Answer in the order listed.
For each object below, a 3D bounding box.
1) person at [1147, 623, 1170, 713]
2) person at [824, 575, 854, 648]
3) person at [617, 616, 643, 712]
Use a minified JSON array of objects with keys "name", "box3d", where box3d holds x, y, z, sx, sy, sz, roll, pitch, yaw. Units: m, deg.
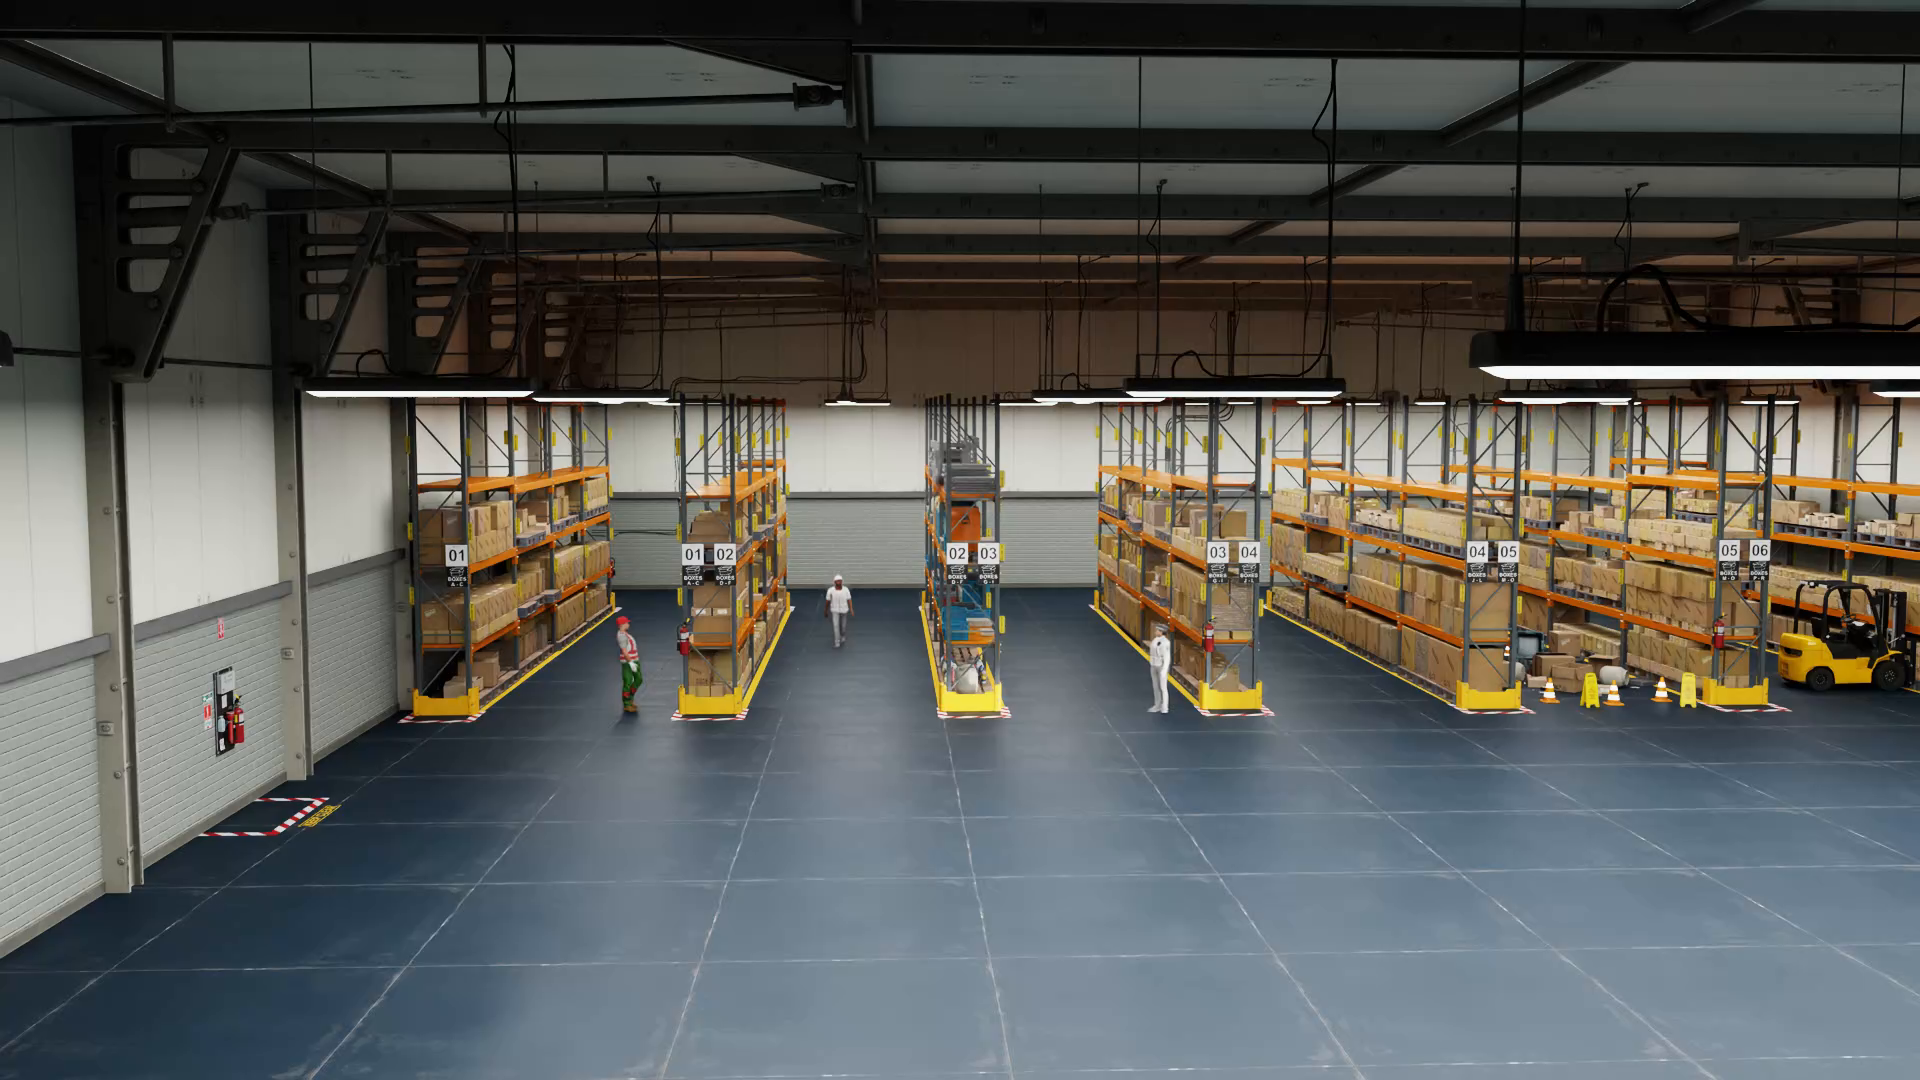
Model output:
[{"name":"person","box3d":[3.766,2.405,31.329,0.370,1.708,0.570,-3,5,-35]},{"name":"person","box3d":[-2.913,1.710,40.028,0.692,1.723,1.080,-1,5,-7]},{"name":"person","box3d":[-6.263,2.335,31.580,0.551,1.792,0.649,1,5,16]}]
